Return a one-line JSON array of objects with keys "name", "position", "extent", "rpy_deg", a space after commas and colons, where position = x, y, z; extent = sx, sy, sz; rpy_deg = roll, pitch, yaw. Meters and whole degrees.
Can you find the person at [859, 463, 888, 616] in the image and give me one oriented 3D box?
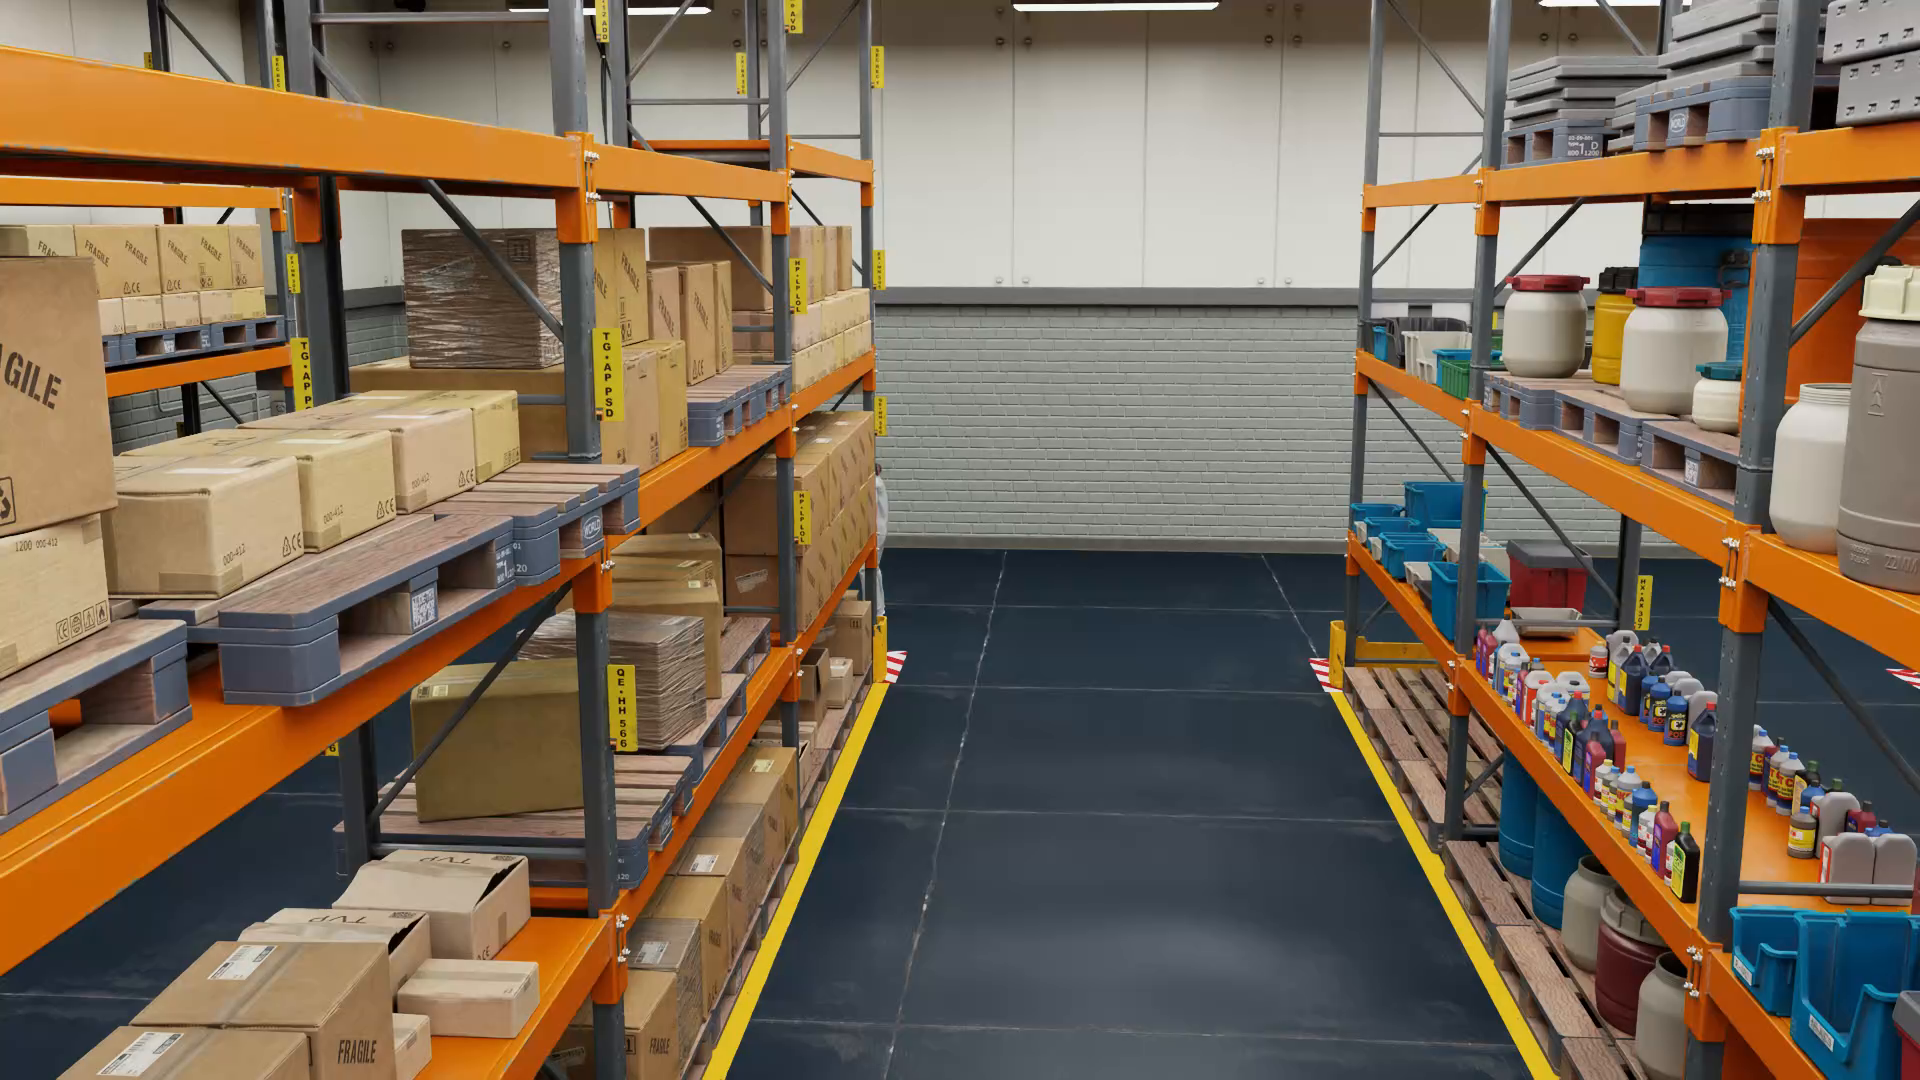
[{"name": "person", "position": [-0.878, -0.046, 16.231], "extent": [0.363, 1.651, 0.513], "rpy_deg": [0, 11, 0]}]
